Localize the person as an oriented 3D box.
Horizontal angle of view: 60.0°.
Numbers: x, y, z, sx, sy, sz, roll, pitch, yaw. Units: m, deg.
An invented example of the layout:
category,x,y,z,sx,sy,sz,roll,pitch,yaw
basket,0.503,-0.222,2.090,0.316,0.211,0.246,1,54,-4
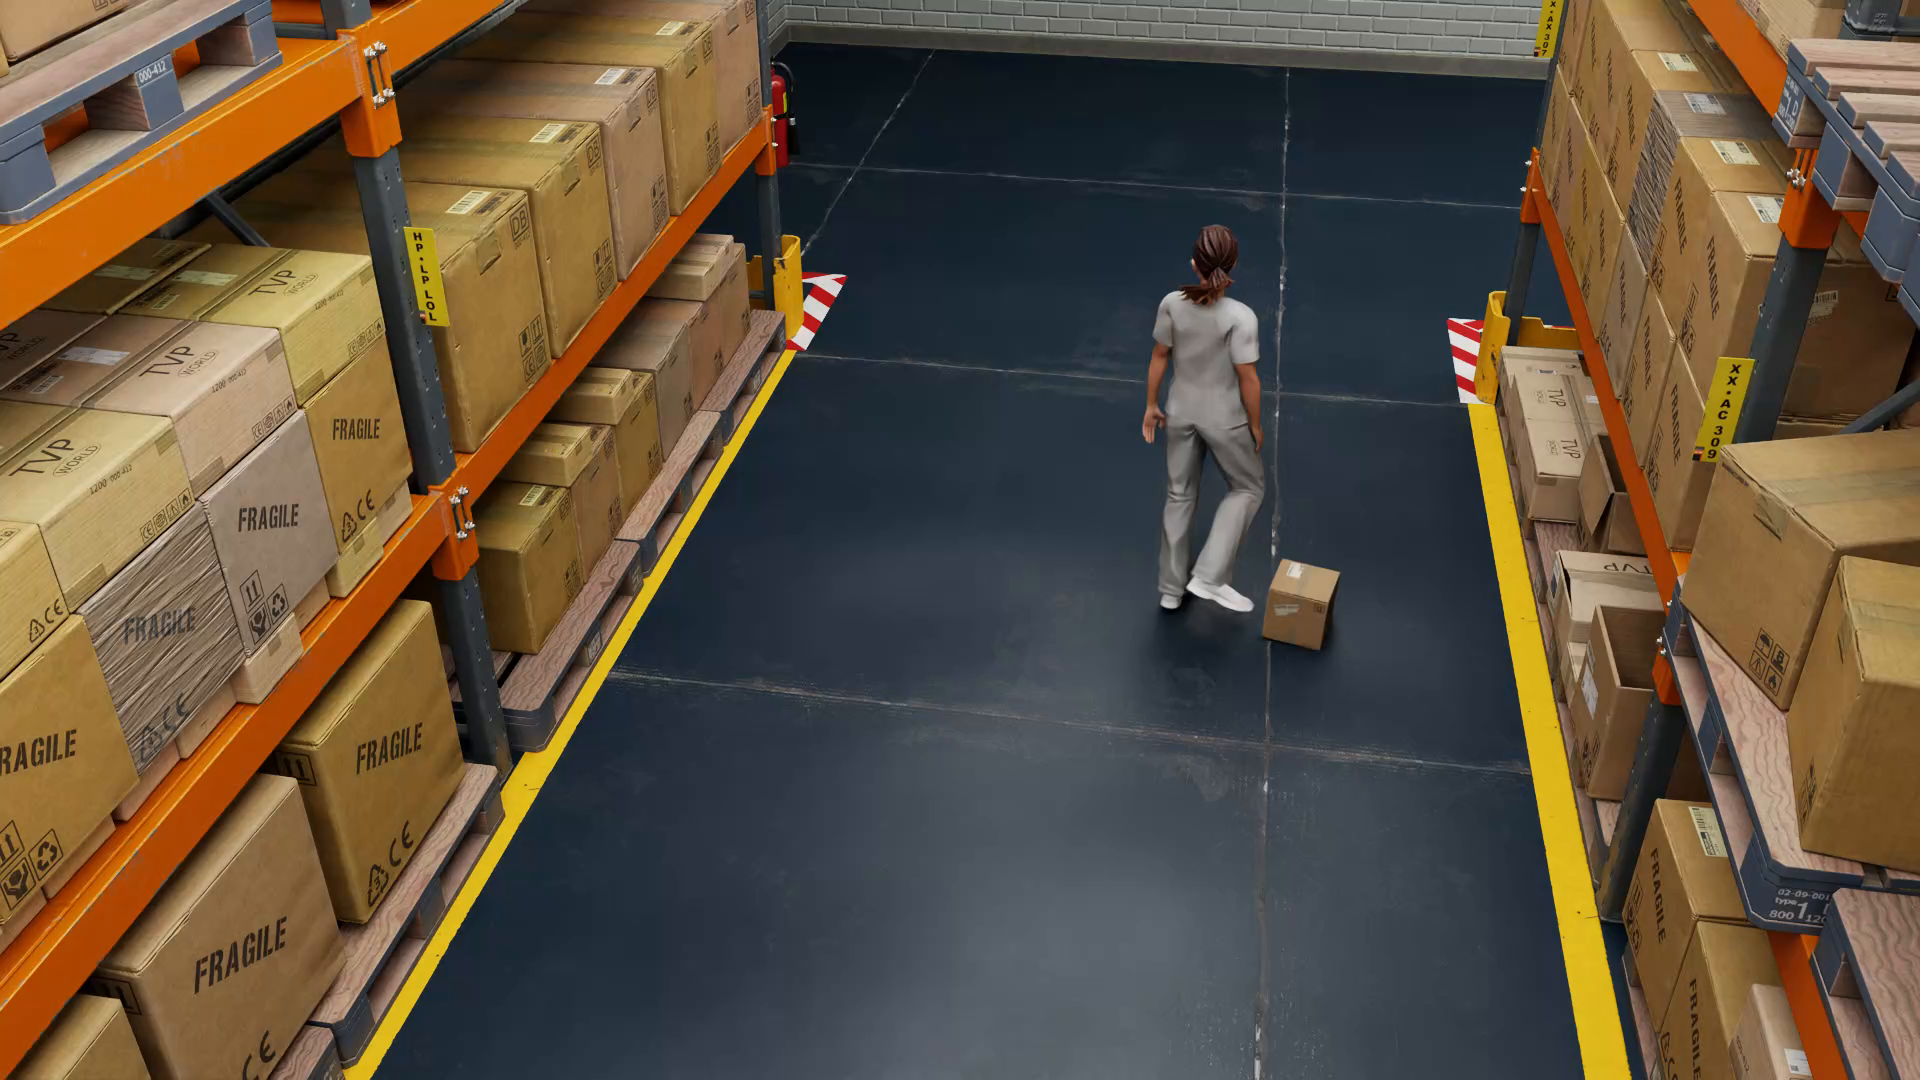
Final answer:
category,x,y,z,sx,sy,sz,roll,pitch,yaw
person,1.028,-0.461,6.847,0.595,1.646,0.434,20,38,28
